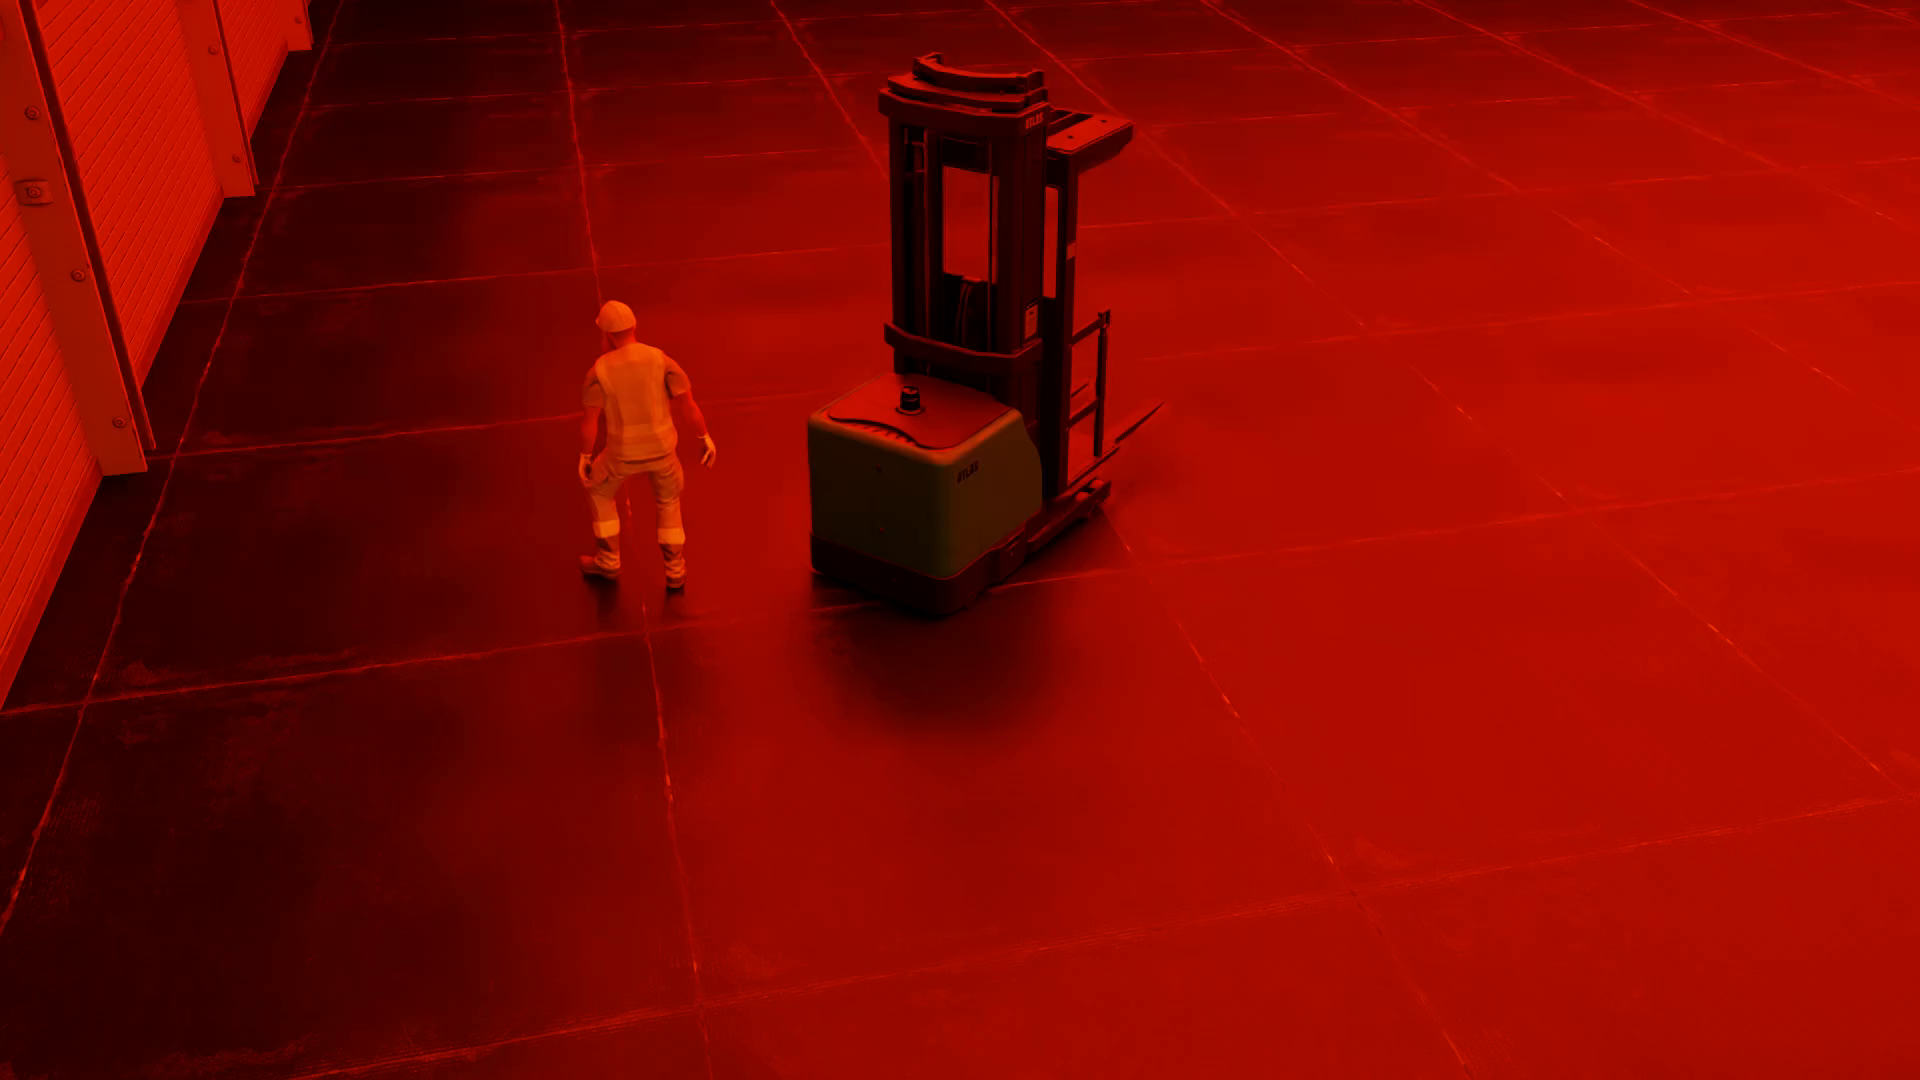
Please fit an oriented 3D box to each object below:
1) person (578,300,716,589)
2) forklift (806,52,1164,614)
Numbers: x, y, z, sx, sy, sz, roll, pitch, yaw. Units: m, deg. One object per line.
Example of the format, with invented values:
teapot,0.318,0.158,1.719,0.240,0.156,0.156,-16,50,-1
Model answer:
person,-1.877,-0.551,9.725,0.867,1.744,0.463,-7,31,-12
forklift,0.330,-1.533,10.222,1.130,2.935,3.031,18,35,29
